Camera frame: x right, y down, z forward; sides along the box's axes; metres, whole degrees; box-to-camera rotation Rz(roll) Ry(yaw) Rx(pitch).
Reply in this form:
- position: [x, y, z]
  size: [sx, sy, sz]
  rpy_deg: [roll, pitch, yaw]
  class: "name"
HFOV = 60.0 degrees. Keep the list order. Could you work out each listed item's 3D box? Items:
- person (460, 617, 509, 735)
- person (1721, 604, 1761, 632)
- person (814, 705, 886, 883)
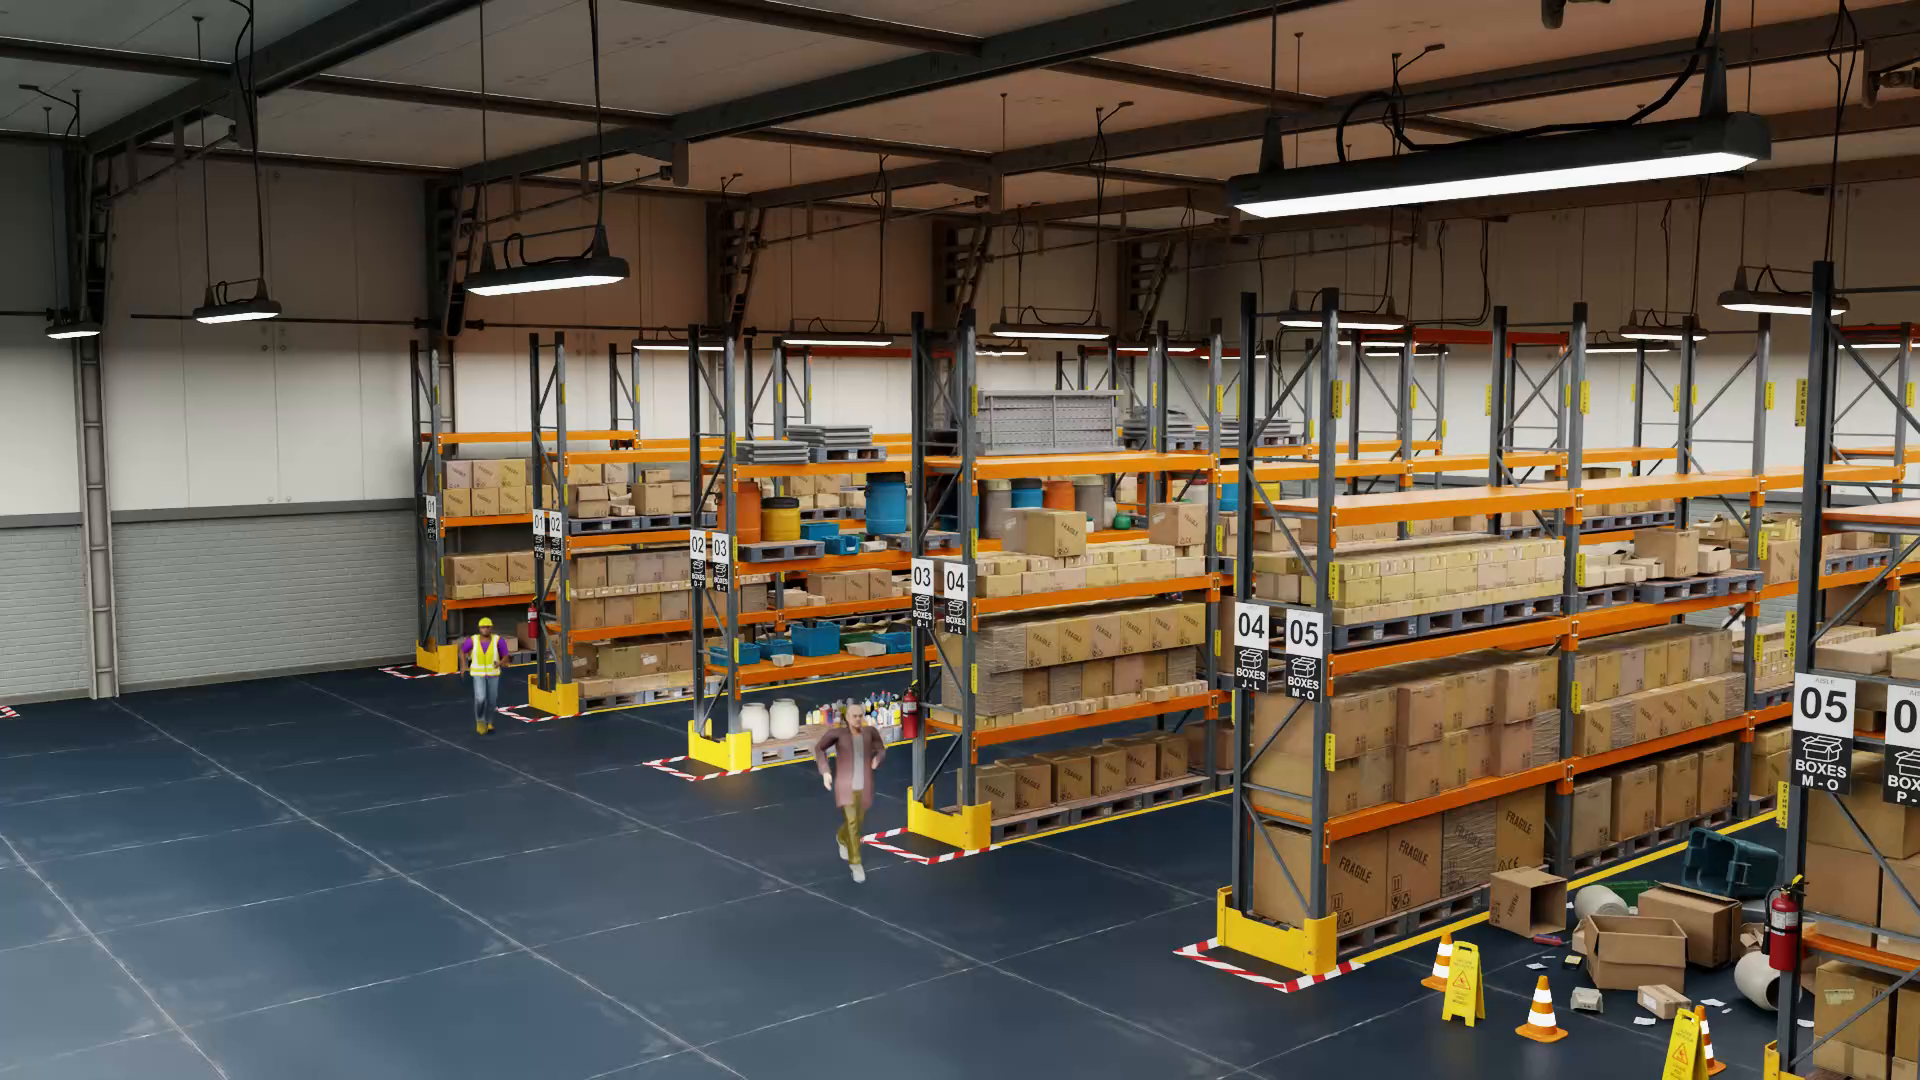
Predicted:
- position: [-7.022, 2.015, 24.606]
  size: [0.676, 1.750, 0.769]
  rpy_deg: [-2, 6, -21]
  class: "person"
- position: [12.911, 1.824, 27.460]
  size: [0.689, 1.605, 0.585]
  rpy_deg: [5, 7, 40]
  class: "person"
- position: [-1.138, 2.641, 17.766]
  size: [0.740, 1.803, 1.017]
  rpy_deg: [-2, 6, -25]
  class: "person"
